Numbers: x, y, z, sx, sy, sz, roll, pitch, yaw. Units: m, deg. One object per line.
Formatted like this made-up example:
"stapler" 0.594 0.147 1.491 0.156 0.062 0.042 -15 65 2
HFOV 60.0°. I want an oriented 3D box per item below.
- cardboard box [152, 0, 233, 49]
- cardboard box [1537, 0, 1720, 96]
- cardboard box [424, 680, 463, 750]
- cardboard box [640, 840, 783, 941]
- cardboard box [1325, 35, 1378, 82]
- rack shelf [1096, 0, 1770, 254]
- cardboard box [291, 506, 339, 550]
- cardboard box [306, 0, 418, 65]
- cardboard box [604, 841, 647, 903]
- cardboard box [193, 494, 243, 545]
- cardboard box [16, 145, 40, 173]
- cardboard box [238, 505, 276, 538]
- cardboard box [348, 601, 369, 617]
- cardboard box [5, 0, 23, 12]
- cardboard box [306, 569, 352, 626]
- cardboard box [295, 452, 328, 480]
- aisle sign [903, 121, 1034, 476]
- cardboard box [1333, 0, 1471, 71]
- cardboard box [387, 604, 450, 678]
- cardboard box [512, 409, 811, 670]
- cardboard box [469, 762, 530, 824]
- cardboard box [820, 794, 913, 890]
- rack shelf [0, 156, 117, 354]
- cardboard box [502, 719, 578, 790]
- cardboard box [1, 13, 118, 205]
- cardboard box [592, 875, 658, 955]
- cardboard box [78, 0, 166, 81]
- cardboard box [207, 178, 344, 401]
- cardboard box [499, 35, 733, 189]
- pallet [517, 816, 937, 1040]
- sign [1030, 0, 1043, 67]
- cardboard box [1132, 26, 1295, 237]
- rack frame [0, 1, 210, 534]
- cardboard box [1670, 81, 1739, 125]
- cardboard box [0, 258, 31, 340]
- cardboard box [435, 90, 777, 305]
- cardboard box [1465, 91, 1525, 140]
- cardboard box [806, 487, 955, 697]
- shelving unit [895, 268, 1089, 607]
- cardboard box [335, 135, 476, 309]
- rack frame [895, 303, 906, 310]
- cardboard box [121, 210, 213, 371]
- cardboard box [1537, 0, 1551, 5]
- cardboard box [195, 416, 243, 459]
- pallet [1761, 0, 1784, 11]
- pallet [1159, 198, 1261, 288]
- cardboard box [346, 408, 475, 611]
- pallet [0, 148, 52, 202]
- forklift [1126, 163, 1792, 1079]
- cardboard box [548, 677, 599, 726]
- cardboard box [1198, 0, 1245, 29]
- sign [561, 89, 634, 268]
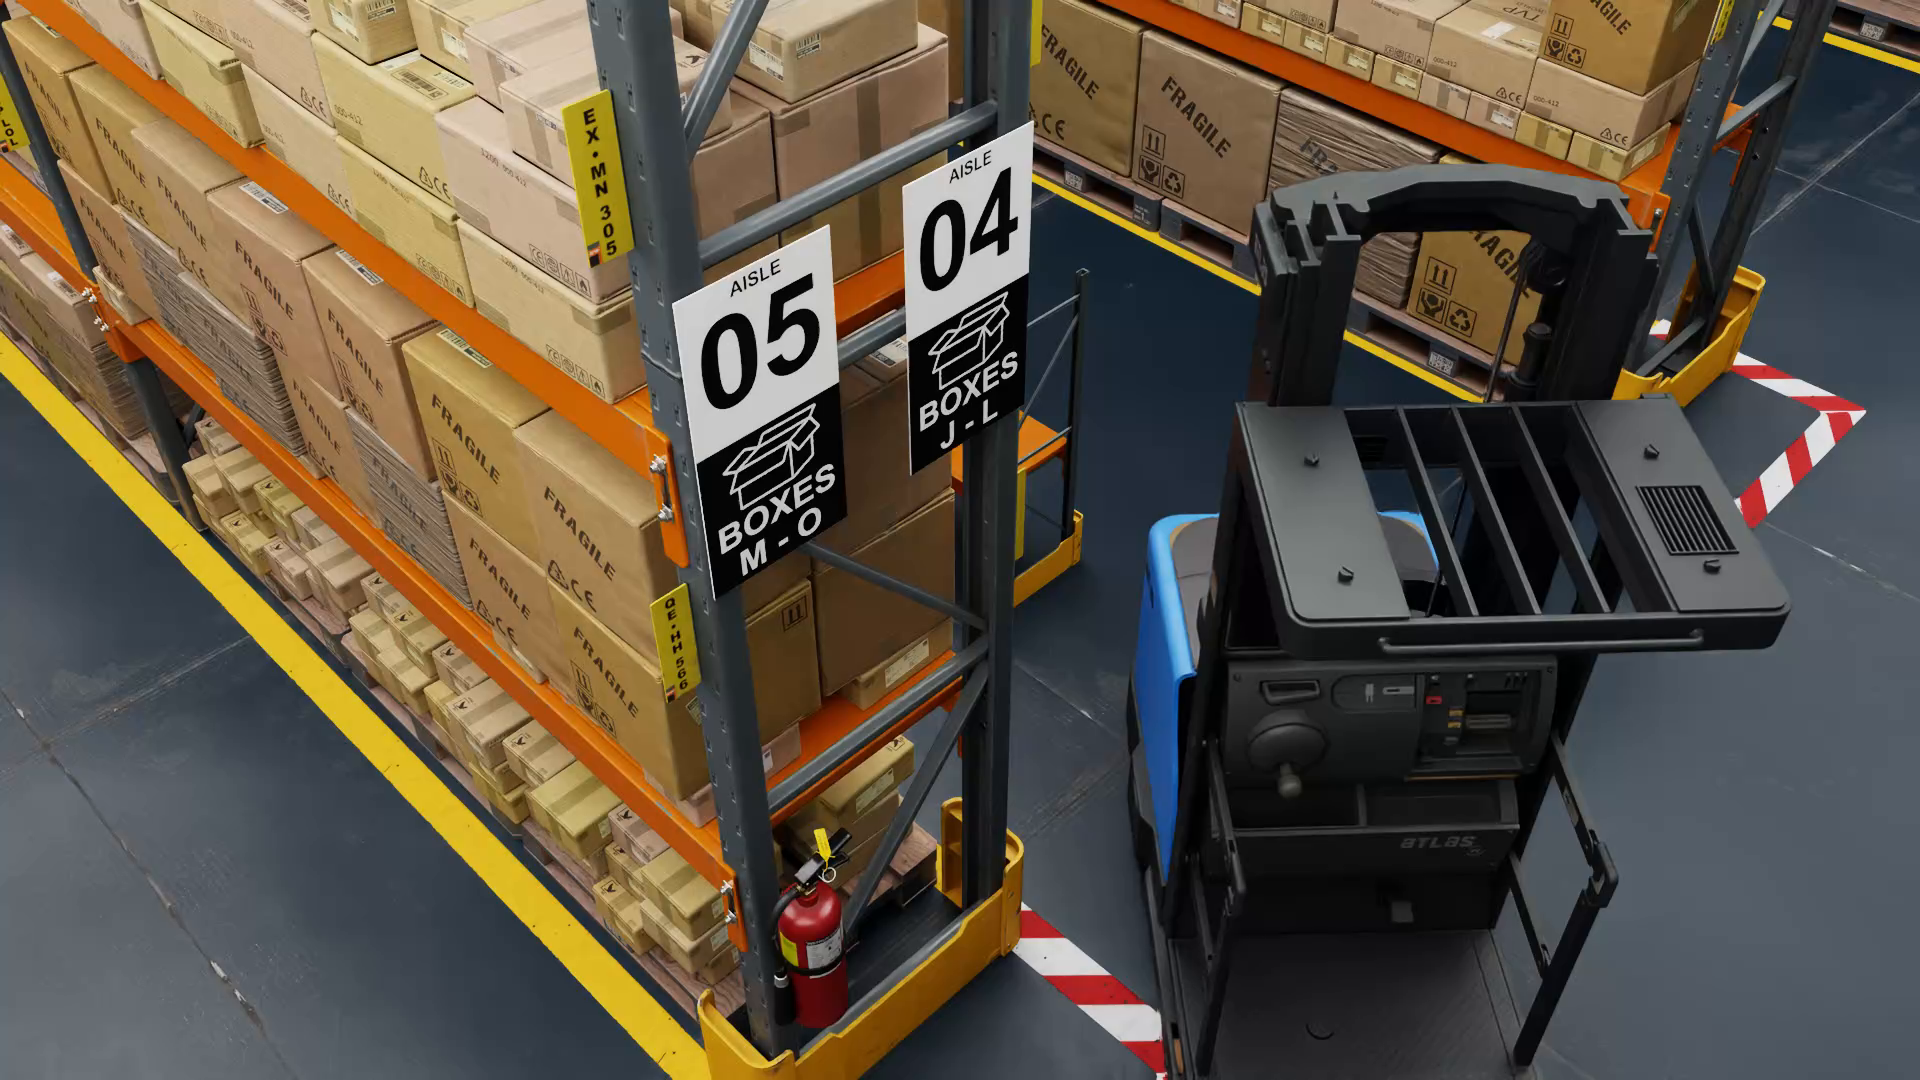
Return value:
"cardboard box" -1.818 -1.545 4.361 0.500 0.250 0.500 32 51 30
"cardboard box" 2.810 -2.241 6.921 0.500 0.500 0.500 -33 52 -31
"cardboard box" -1.728 0.568 6.114 0.380 0.149 0.250 -31 51 -29
"cardboard box" -0.796 1.067 5.356 0.380 0.149 0.250 -33 52 -31
"cardboard box" 1.950 -2.339 7.873 0.380 0.149 0.250 -34 52 -31
"rack shelf" 1.928 -2.500 8.393 1.077 0.370 4.000 -34 53 -31
"cardboard box" -2.404 -0.085 6.602 0.250 0.149 0.380 33 52 30
"cardboard box" -1.235 -1.234 3.731 0.380 0.149 0.250 -33 52 -31
"cardboard box" -0.964 1.040 5.603 0.250 0.149 0.380 33 52 31
"cardboard box" -3.038 -0.175 7.138 0.250 0.149 0.380 32 51 30
"cardboard box" -3.672 -1.679 6.850 0.380 0.149 0.250 -34 52 -31
"cardboard box" -2.796 -0.207 6.953 0.380 0.149 0.250 -34 52 -31
"cardboard box" -2.232 0.167 6.548 0.380 0.149 0.250 -32 51 -30
"cardboard box" -4.046 -2.157 6.928 0.250 0.149 0.380 34 53 31
"cardboard box" -2.423 0.145 6.791 0.250 0.149 0.380 33 52 31
"cardboard box" -2.135 -0.402 5.778 0.380 0.149 0.250 -32 51 -30
"aisle sign" 0.021 -0.538 3.824 0.394 0.787 0.004 -34 53 -31
"cardboard box" 2.093 -2.452 7.702 0.500 0.250 0.500 32 52 30
"cardboard box" -1.885 0.305 6.180 0.380 0.149 0.250 -34 52 -31
"cardboard box" -0.742 -0.089 4.224 0.500 0.500 0.500 33 52 31
"cardboard box" -1.549 0.817 6.064 0.250 0.149 0.380 32 51 30
"cardboard box" -0.386 1.013 5.852 0.380 0.149 0.250 -33 52 -31
"rack shelf" -4.480 -2.094 7.953 1.077 0.370 4.000 -34 53 -31
"cardboard box" -1.343 0.700 5.753 0.250 0.149 0.380 32 52 30
"cardboard box" -2.921 -1.577 5.834 0.500 0.500 0.500 -33 52 -30
"cardboard box" -1.015 1.190 5.661 0.380 0.149 0.250 -32 52 -30
"cardboard box" -2.213 -1.599 4.787 0.500 0.250 0.500 -32 51 -30
"cardboard box" -1.849 -0.830 5.026 0.500 0.500 0.500 32 52 30
"cardboard box" -0.685 -0.870 3.337 0.250 0.149 0.380 34 52 31
"pallet" -0.845 1.105 6.016 1.003 0.211 1.213 -34 53 -31
"sign" 0.142 -1.158 3.556 0.100 0.325 0.005 -34 53 -31
"cardboard box" 1.561 -2.311 8.915 0.875 0.875 0.875 -34 53 -31
"rack frame" -3.067 -1.397 6.669 1.000 3.000 0.127 -34 53 -31
"cardboard box" 3.324 -2.040 7.550 0.380 0.149 0.250 -33 52 -31
"cardboard box" -4.490 -1.363 8.165 0.500 0.500 0.500 33 52 31
"cardboard box" -0.748 -0.804 3.560 0.500 0.250 0.500 33 52 30
"cardboard box" 2.494 -1.970 7.475 0.380 0.149 0.250 -34 52 -31
"cardboard box" -0.364 0.031 4.831 0.500 0.500 0.500 -32 51 -30
"shelving unit" -0.054 -0.587 6.898 0.587 1.500 1.083 -34 53 -31
"cardboard box" -1.117 -0.855 3.983 0.500 0.250 0.500 -34 52 -31
"rack frame" -0.419 -0.836 7.167 0.500 1.500 0.032 -34 53 -31
"cardboard box" -2.541 -0.950 5.892 0.500 0.500 0.500 -34 53 -31
"cardboard box" 2.821 -2.464 7.715 0.500 0.250 0.500 34 52 31
"cardboard box" -2.971 -0.458 7.005 0.380 0.149 0.250 -32 51 -30
"pallet" 5.435 -4.154 11.707 1.003 0.211 1.213 -34 53 -31
"pallet" 1.863 -1.712 9.065 1.003 0.211 1.213 -34 53 -31
"cardboard box" -1.467 -0.202 5.083 0.500 0.500 0.500 -34 52 -31
"pallet" -3.504 -1.763 7.207 1.003 0.211 1.213 -34 53 -31
"forklift" 1.224 0.611 4.546 1.130 2.935 3.031 -1 43 -1
"cardboard box" -1.010 0.345 4.968 0.250 0.149 0.380 34 52 31
"cardboard box" 1.405 -2.709 8.274 0.380 0.149 0.250 -33 52 -31
"sign" -0.650 -0.645 2.993 0.100 0.325 0.005 -34 53 -31
